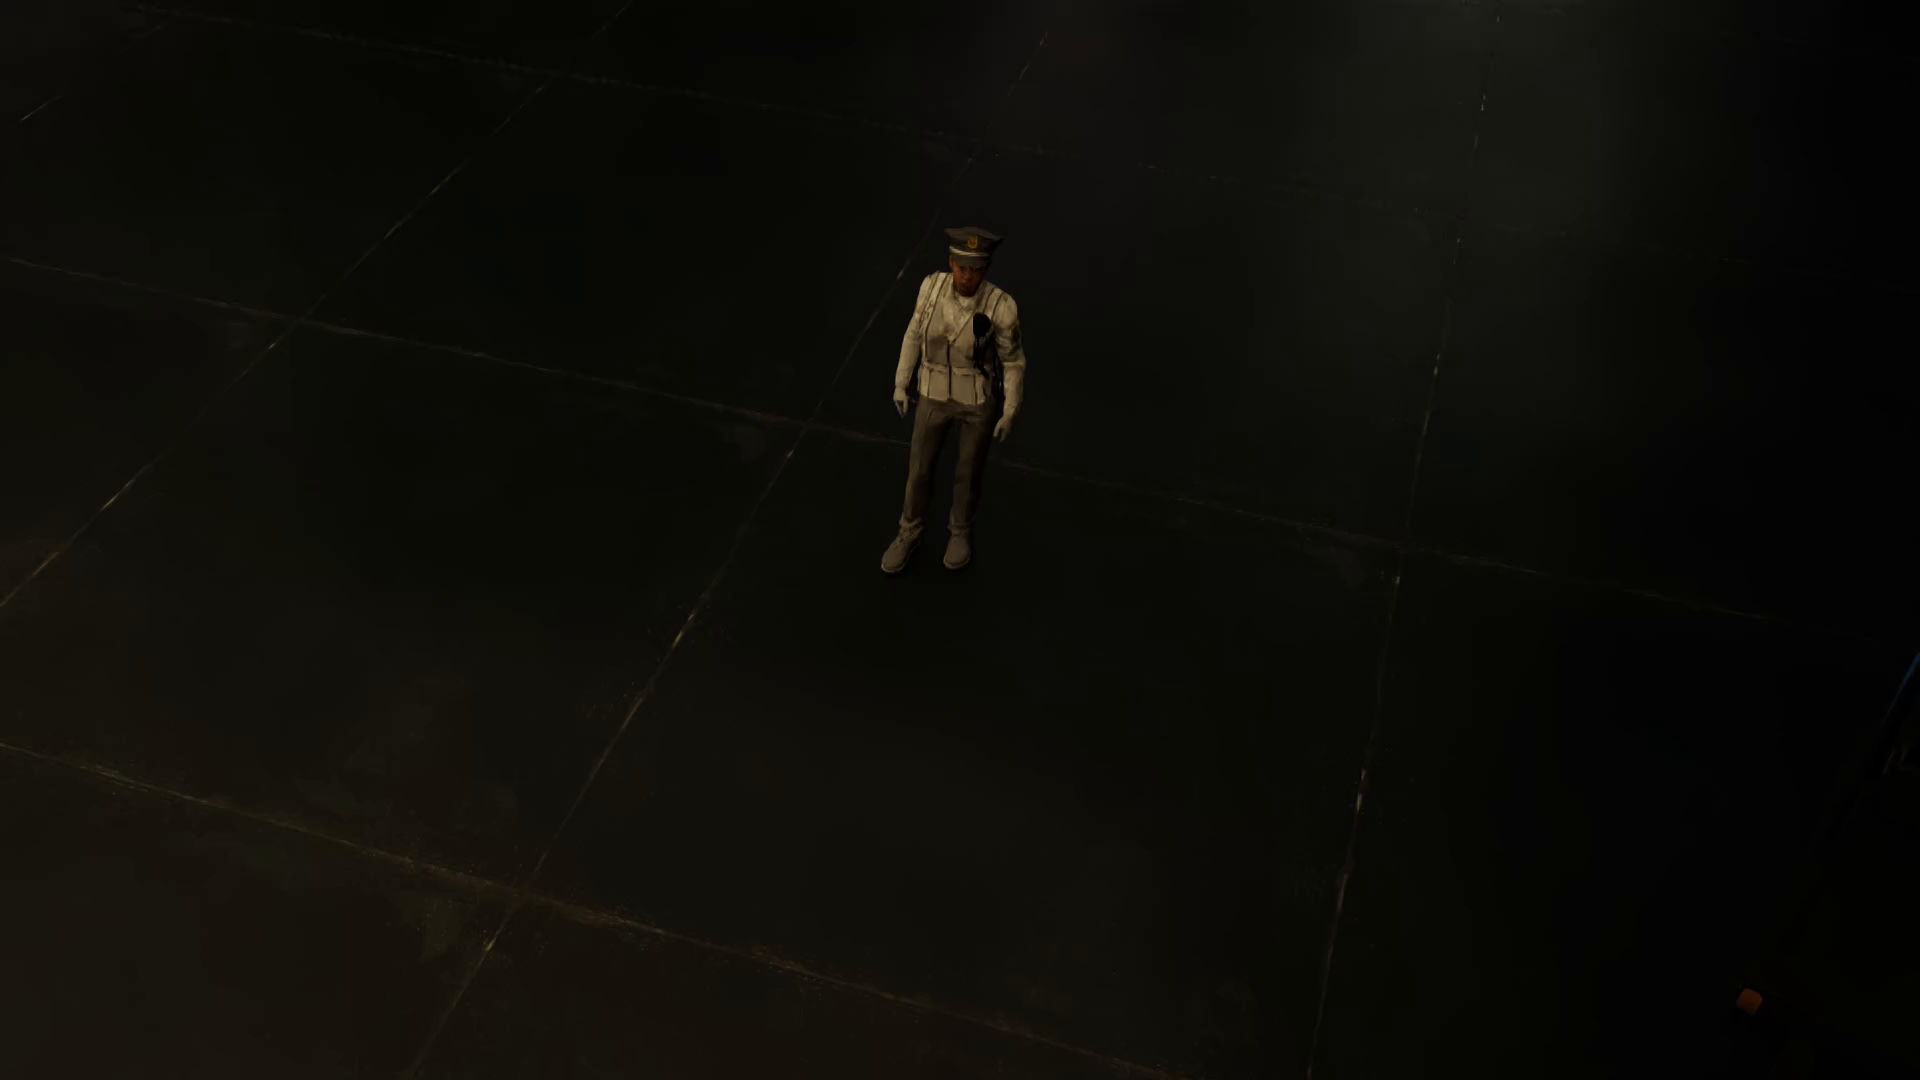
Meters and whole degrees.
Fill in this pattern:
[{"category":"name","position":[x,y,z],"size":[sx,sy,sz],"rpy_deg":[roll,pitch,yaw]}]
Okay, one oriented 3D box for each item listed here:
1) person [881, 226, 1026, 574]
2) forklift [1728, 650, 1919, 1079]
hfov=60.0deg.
[{"category":"person","position":[-0.027,-0.583,7.213],"size":[0.586,1.695,0.533],"rpy_deg":[12,44,13]},{"category":"forklift","position":[3.420,0.665,4.975],"size":[1.130,2.935,3.031],"rpy_deg":[28,50,27]}]
